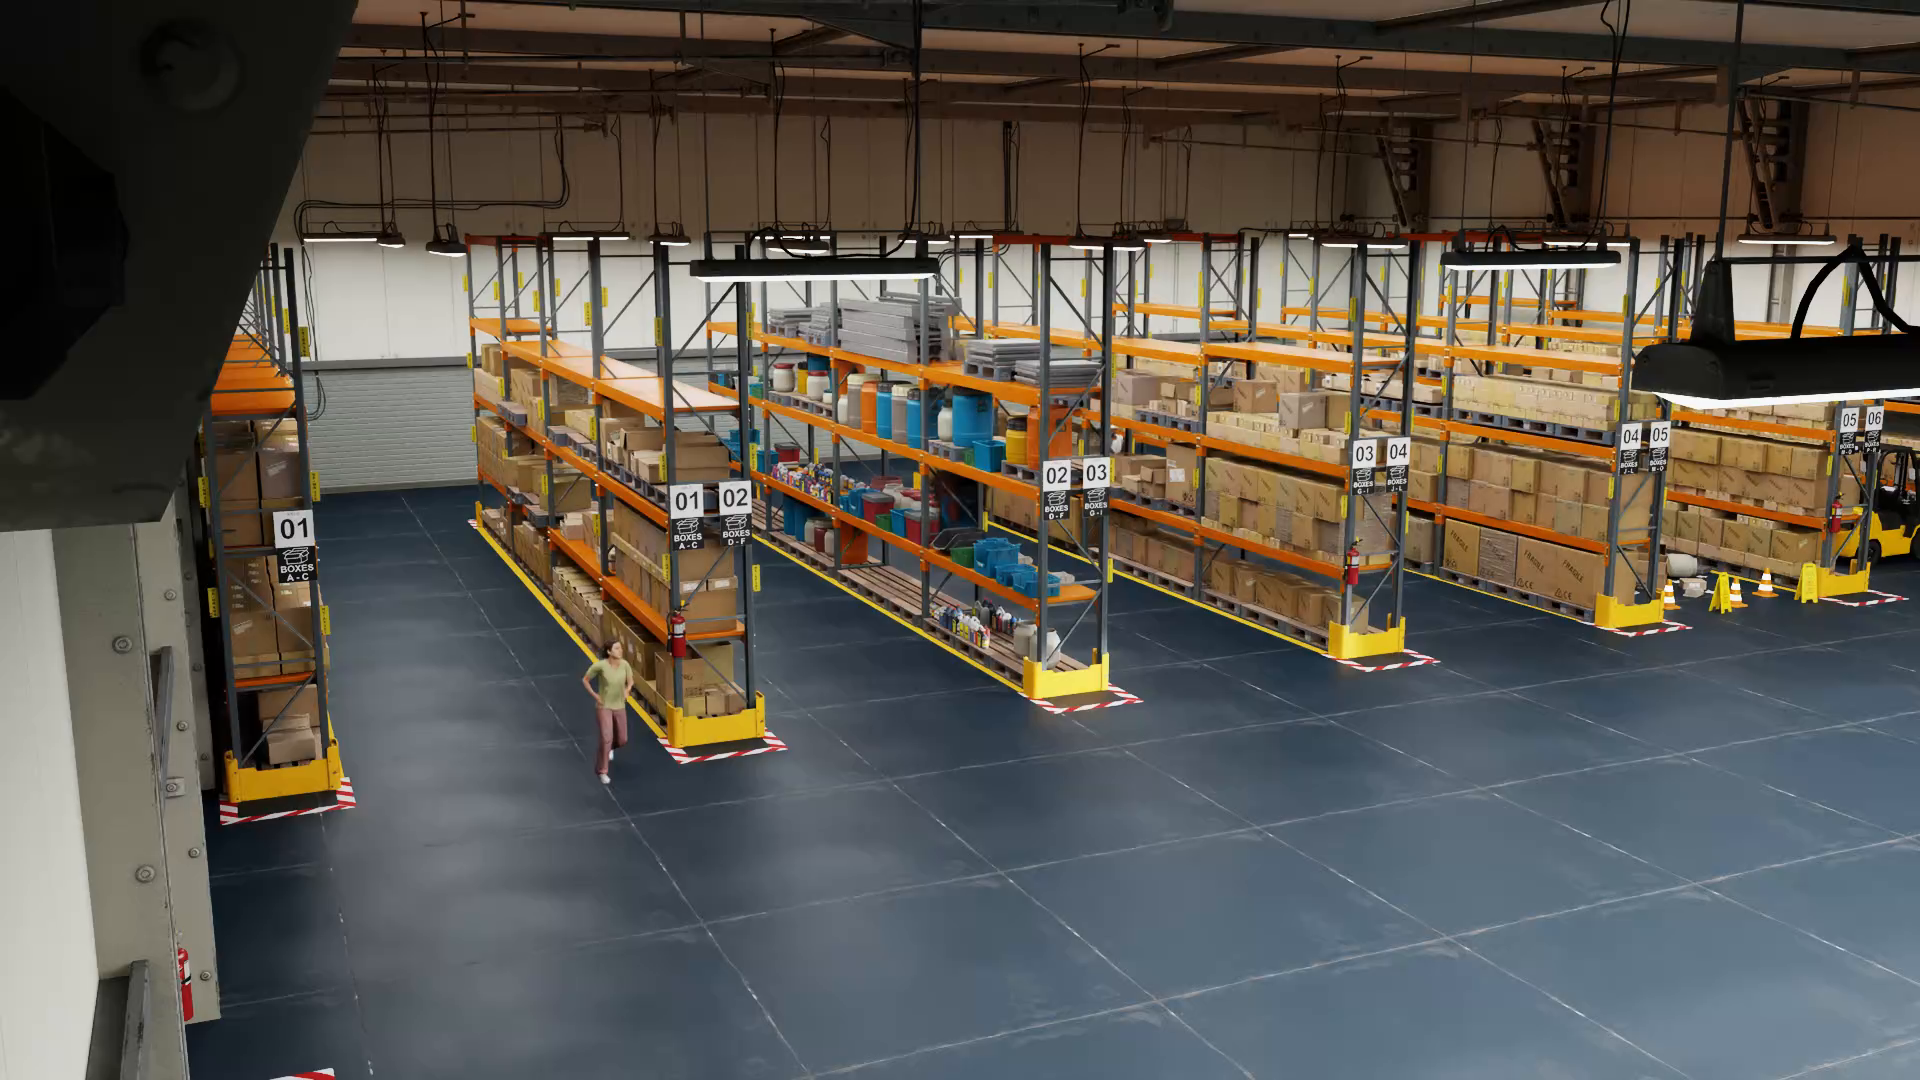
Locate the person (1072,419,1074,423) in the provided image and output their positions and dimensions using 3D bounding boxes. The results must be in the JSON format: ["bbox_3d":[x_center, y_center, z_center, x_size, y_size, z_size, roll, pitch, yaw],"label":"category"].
[{"bbox_3d":[2.573,-2.088,39.670,0.595,1.676,0.880,0,11,0],"label":"person"}]

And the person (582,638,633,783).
[{"bbox_3d":[-4.022,1.914,19.150,0.602,1.614,0.679,-7,13,-34],"label":"person"}]

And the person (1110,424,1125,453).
[{"bbox_3d":[3.493,-1.787,37.710,0.728,1.713,0.790,-3,11,-17],"label":"person"}]
